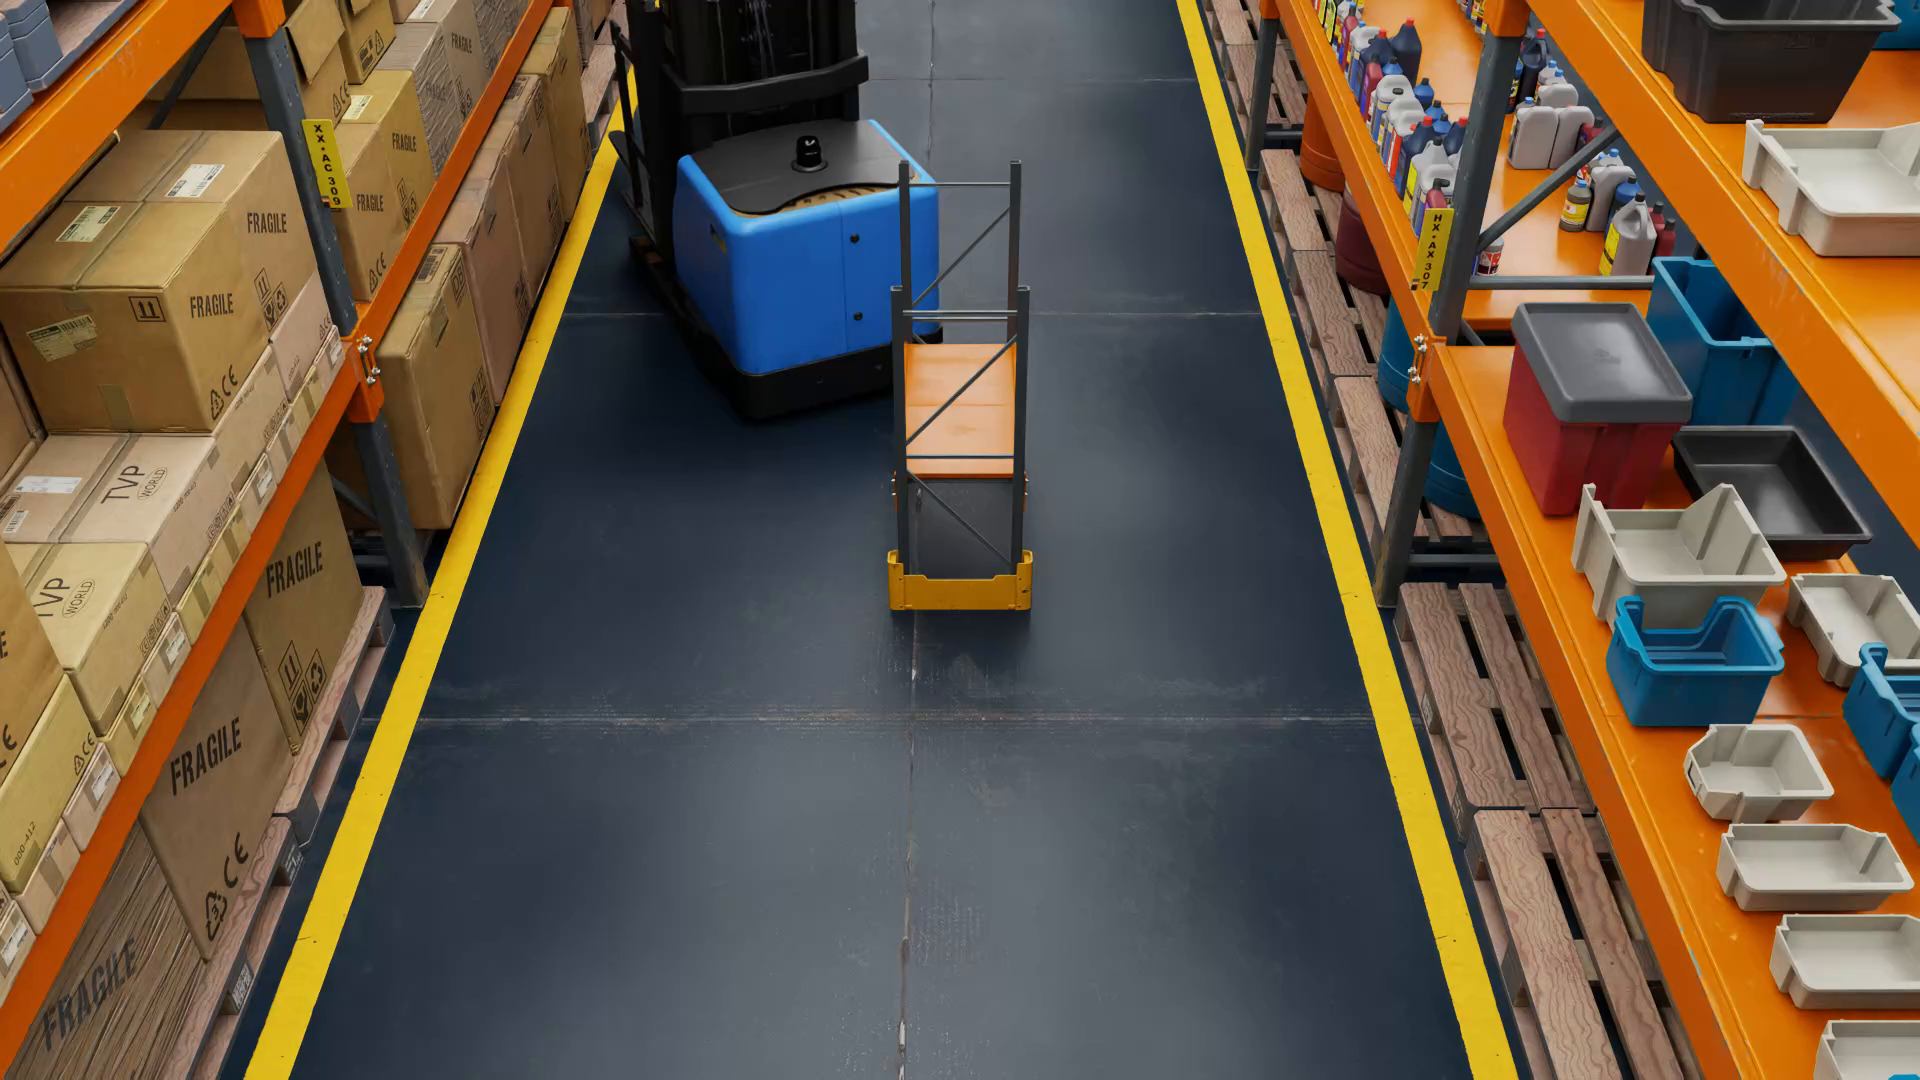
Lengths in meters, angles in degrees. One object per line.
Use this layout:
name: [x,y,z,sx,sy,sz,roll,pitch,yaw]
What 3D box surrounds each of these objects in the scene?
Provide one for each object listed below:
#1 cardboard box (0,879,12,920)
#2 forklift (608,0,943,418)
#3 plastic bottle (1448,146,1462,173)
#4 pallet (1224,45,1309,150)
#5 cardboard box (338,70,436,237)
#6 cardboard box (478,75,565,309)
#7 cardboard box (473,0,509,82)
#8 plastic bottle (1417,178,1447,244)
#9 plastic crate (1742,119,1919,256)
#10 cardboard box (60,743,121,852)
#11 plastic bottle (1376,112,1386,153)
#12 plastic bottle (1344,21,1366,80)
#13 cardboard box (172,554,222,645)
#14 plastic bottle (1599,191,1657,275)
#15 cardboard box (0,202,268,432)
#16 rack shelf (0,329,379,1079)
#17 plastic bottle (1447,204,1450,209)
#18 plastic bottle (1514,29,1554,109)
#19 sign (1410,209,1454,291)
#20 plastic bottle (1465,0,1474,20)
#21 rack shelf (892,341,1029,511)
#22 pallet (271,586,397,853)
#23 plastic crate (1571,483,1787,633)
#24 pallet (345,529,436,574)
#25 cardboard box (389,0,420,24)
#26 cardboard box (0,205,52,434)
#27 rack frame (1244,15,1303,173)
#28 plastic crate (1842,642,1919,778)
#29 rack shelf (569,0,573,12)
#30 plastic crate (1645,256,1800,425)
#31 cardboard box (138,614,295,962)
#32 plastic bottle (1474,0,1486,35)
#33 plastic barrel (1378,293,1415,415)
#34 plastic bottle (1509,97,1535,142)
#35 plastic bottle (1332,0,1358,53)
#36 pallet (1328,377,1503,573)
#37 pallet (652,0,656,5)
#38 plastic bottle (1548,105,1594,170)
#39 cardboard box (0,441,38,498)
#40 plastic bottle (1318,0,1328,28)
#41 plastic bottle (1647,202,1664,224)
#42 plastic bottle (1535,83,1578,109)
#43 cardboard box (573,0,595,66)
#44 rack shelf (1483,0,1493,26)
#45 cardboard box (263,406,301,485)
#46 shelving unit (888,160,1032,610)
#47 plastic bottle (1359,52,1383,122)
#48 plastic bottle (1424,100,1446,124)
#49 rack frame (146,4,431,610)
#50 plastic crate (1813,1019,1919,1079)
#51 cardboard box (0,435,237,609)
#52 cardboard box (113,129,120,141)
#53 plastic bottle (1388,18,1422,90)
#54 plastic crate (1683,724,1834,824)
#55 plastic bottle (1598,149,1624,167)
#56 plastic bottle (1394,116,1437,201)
cardboard box: [-2.457,0.900,3.610,0.500,0.250,0.500,0,39,-1]
forklift: [-1.160,-2.638,8.198,1.130,2.935,3.031,-16,41,-19]
plastic bottle: [2.045,-1.477,6.734,0.144,0.351,0.185,0,39,0]
pallet: [2.262,-2.819,10.599,1.003,0.211,1.213,0,39,0]
cardboard box: [-2.476,-1.559,6.717,0.500,0.500,0.500,0,39,0]
cardboard box: [-2.755,-1.765,8.417,1.225,0.875,0.875,0,39,0]
cardboard box: [-2.482,-2.514,7.908,0.500,0.500,0.500,-1,39,-2]
plastic bottle: [1.859,-1.267,6.526,0.061,0.283,0.133,0,39,0]
plastic crate: [1.983,-0.780,3.637,0.437,0.136,0.530,0,39,0]
cardboard box: [-2.394,0.655,4.235,0.380,0.149,0.250,0,39,-1]
plastic bottle: [1.877,-1.791,7.245,0.097,0.201,0.097,0,39,0]
plastic bottle: [1.876,-2.307,7.833,0.097,0.271,0.097,0,39,0]
cardboard box: [-2.394,0.174,4.835,0.380,0.149,0.250,-1,39,-1]
plastic bottle: [2.553,-1.148,6.323,0.144,0.351,0.185,0,39,0]
cardboard box: [-2.459,-0.668,4.967,0.500,0.500,0.500,0,39,0]
rack shelf: [-2.722,0.613,4.661,1.077,0.370,4.000,0,39,0]
plastic bottle: [1.939,-1.246,6.565,0.097,0.201,0.097,0,39,0]
plastic bottle: [2.612,-2.138,7.558,0.144,0.351,0.185,0,39,0]
sign: [1.679,-1.030,5.916,0.100,0.325,0.005,0,39,0]
plastic bottle: [2.634,-2.782,8.426,0.097,0.271,0.097,0,39,0]
rack shelf: [0.000,-0.498,6.960,0.538,0.185,1.000,0,39,0]
pallet: [-2.801,0.646,6.276,1.003,0.211,1.213,0,39,0]
plastic crate: [2.047,0.056,4.828,0.437,0.282,0.530,0,39,0]
pallet: [-2.800,-0.312,7.471,1.003,0.211,1.213,0,39,0]
cardboard box: [-2.738,-2.566,7.171,0.797,0.503,0.637,1,39,1]
cardboard box: [-2.986,-0.661,4.958,0.500,0.500,0.500,0,39,0]
rack frame: [2.224,-3.423,9.123,1.000,3.000,0.127,0,39,0]
plastic crate: [2.561,0.456,4.368,0.416,0.233,0.300,0,39,0]
rack shelf: [-2.731,-4.389,10.904,1.077,0.370,4.000,0,39,0]
plastic crate: [2.571,-0.647,5.624,0.392,0.384,0.575,0,39,0]
cardboard box: [-2.802,0.723,5.313,0.875,0.875,0.875,0,39,0]
plastic bottle: [2.634,-2.660,8.274,0.097,0.271,0.097,0,39,0]
plastic barrel: [2.245,-1.050,7.503,0.600,0.901,0.708,0,39,0]
plastic bottle: [2.484,-1.846,7.314,0.097,0.201,0.097,0,39,0]
plastic bottle: [1.875,-2.512,8.089,0.097,0.271,0.097,0,39,0]
pallet: [2.270,-0.316,7.476,1.003,0.211,1.213,0,39,0]
pallet: [-2.731,-4.346,12.504,1.003,0.211,1.213,0,39,0]
plastic bottle: [2.608,-1.742,7.124,0.152,0.276,0.135,0,39,0]
cardboard box: [-2.983,-0.047,4.792,0.500,0.250,0.500,1,39,1]
plastic bottle: [1.857,-2.734,8.356,0.061,0.283,0.133,0,39,0]
plastic bottle: [2.655,-1.189,6.429,0.061,0.283,0.133,0,39,0]
plastic bottle: [2.608,-1.887,7.305,0.152,0.276,0.135,0,39,0]
cardboard box: [-2.763,-3.382,10.718,0.700,0.500,0.500,-3,39,-4]
rack shelf: [2.227,-3.062,6.849,1.077,0.370,4.000,0,39,0]
cardboard box: [-2.395,-0.308,5.437,0.380,0.149,0.250,-1,39,-1]
shelving unit: [0.000,-0.633,6.840,0.587,1.500,1.083,0,39,0]
plastic bottle: [1.858,-2.040,7.490,0.061,0.283,0.133,0,39,0]
plastic bottle: [2.029,-1.757,7.147,0.097,0.271,0.097,0,39,0]
rack frame: [-2.724,-0.918,5.997,1.000,3.000,0.127,0,39,0]
plastic crate: [2.052,1.149,3.580,0.396,0.136,0.243,0,39,0]
cardboard box: [-2.457,-0.057,4.804,0.500,0.250,0.500,1,39,1]
cardboard box: [-2.997,-1.249,6.330,0.500,0.500,0.500,0,39,0]
plastic bottle: [2.052,-2.250,7.699,0.144,0.351,0.185,0,39,0]
plastic crate: [2.022,0.609,4.254,0.298,0.136,0.250,0,39,0]
plastic bottle: [2.636,-1.463,6.779,0.097,0.271,0.097,0,39,0]
plastic bottle: [1.901,-1.593,6.878,0.144,0.351,0.185,0,39,0]
